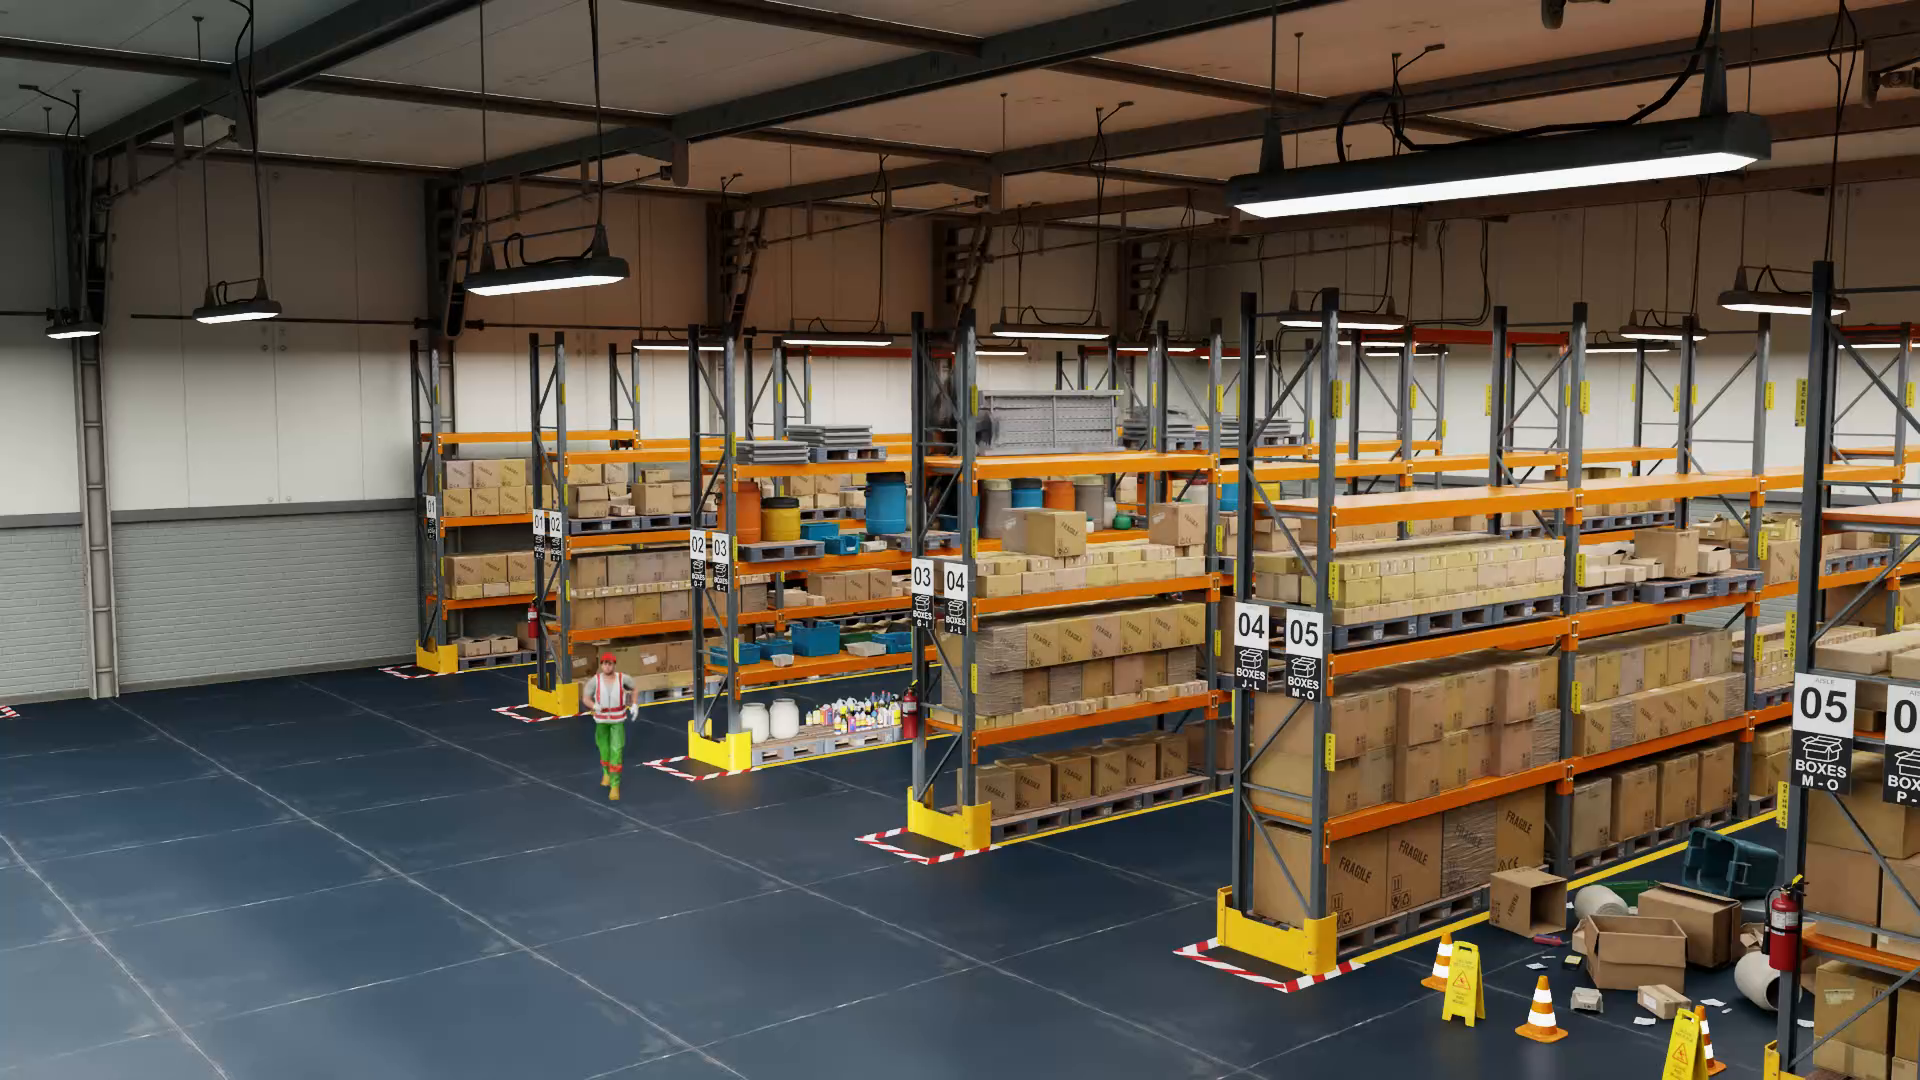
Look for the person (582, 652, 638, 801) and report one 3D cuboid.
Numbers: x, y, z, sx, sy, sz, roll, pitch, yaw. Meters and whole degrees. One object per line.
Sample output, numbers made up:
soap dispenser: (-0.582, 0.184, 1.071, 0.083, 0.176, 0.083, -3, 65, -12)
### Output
person: (-4.427, 2.316, 21.069, 0.680, 1.820, 0.864, -1, 5, -7)
